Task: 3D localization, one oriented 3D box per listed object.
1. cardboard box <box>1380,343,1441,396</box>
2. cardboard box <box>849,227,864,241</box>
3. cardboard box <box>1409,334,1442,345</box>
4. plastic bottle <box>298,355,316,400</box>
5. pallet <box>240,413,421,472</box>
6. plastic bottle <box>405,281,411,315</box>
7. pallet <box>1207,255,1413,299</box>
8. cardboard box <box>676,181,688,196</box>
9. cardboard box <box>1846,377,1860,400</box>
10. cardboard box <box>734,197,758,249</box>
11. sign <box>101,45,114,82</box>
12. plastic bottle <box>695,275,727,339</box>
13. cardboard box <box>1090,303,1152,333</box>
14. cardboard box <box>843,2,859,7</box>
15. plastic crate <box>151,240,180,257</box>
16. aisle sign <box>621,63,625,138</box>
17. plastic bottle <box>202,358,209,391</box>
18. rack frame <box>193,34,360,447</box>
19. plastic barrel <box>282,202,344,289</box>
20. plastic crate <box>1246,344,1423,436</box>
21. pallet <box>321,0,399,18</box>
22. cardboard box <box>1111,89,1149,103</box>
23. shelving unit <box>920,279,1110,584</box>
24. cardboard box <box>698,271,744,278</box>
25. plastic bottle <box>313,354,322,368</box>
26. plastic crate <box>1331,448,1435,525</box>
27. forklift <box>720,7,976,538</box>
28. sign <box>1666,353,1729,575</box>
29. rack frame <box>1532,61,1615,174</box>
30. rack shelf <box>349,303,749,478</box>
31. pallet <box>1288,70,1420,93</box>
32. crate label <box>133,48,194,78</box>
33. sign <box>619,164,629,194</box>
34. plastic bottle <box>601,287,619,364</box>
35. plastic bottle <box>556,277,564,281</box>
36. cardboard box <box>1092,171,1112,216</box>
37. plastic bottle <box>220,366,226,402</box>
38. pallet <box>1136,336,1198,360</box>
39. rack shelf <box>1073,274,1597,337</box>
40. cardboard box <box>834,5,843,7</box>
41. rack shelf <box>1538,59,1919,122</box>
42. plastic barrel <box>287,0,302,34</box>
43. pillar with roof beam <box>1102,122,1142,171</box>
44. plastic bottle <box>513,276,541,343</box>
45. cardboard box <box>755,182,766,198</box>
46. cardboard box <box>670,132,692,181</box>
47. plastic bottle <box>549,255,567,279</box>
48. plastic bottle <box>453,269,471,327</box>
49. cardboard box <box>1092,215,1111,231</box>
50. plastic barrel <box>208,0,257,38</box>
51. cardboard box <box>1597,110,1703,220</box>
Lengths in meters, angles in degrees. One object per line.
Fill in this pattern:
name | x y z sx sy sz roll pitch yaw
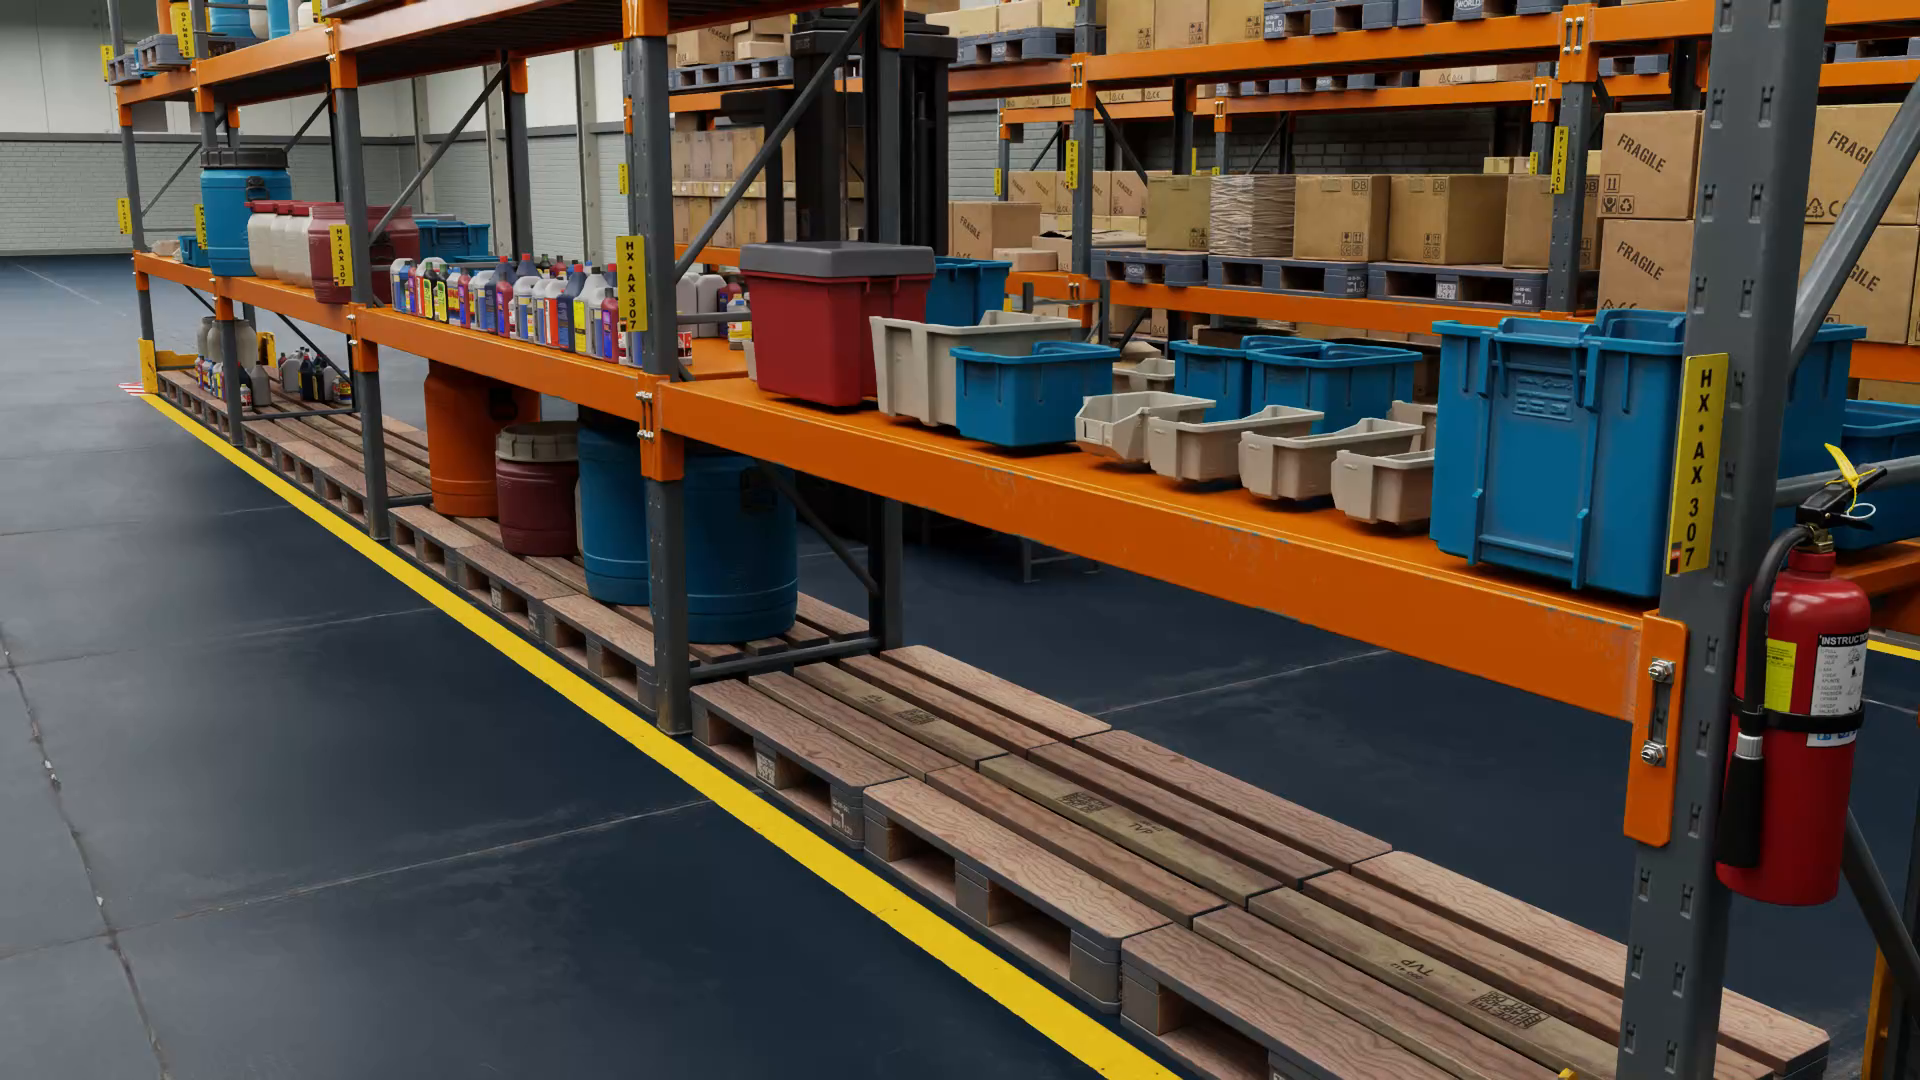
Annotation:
cardboard box | 2.835 -1.050 10.209 0.500 0.250 0.500 -8 15 -33
cardboard box | -0.669 -2.664 14.876 0.500 0.250 0.500 -7 14 -29
cardboard box | 4.729 -1.917 15.927 0.700 0.500 0.500 -8 15 -33
plastic bottle | -5.326 -1.331 13.597 0.144 0.351 0.185 -8 15 -33
pallet | -4.636 -0.737 12.239 1.003 0.211 1.213 -8 15 -33
plastic bottle | -2.822 -1.270 8.611 0.097 0.201 0.097 0 12 0
pallet | 2.319 -1.670 10.425 1.003 0.211 1.213 -8 15 -33
cardboard box | -2.733 -3.666 17.350 0.380 0.149 0.250 -8 15 -34
cardboard box | 6.613 -1.397 12.779 0.750 0.750 0.750 -8 14 -31
cardboard box | -1.802 -3.130 16.419 0.700 0.500 0.500 -8 15 -32
sign | -7.780 -4.351 15.196 0.100 0.325 0.005 -8 15 -33
plastic bottle | -1.124 -1.043 7.401 0.152 0.276 0.135 -8 15 -33
cardboard box | 1.916 -2.741 19.695 0.700 0.500 0.500 -9 15 -36
cardboard box | -0.669 -4.669 14.284 0.500 0.500 0.500 -8 15 -32
plastic crate | -7.092 -2.620 14.938 0.298 0.136 0.250 -8 15 -33
aisle sign | -3.486 -4.777 18.099 0.394 0.787 0.004 -8 15 -33
plastic bottle | -6.385 -1.408 14.134 0.097 0.271 0.097 0 12 0
rack frame | -5.104 -2.234 12.558 1.000 3.000 0.127 -8 15 -33
plastic barrel | -4.110 -1.897 10.698 0.433 0.535 0.433 0 12 0
plastic crate | 0.952 -0.365 4.260 0.416 0.233 0.300 -8 15 -33
pallet | -2.545 -2.749 8.330 1.003 0.211 1.213 -8 15 -33
cardboard box | 2.050 -5.177 18.712 0.500 0.500 0.500 -9 15 -35
shelving unit | 0.262 -0.632 8.743 0.538 1.500 1.048 -7 14 -30
cardboard box | -2.650 -2.700 18.383 0.500 0.500 0.500 -8 15 -33
plastic bottle | -5.310 -1.382 13.829 0.144 0.351 0.185 -9 15 -35
plastic crate | 0.942 -0.124 3.386 0.396 0.136 0.243 -8 15 -33
forklift | -0.785 -1.709 10.316 1.130 2.935 3.031 -7 14 -30
sign | 1.096 -0.112 2.471 0.100 0.325 0.005 -8 15 -33
rack frame | 5.360 -2.696 14.667 1.000 3.000 0.127 -8 15 -33
rack shelf | -1.780 -0.816 7.756 1.077 0.370 4.000 -8 15 -33
pallet | 3.974 -4.474 16.219 1.213 0.211 1.003 -8 15 -33
crate label | -6.558 -3.967 13.806 0.502 0.251 0.408 -8 15 -33
sign | -3.660 -3.928 18.093 0.100 0.325 0.005 -8 15 -33
plastic bottle | -1.325 -0.822 6.374 0.061 0.283 0.133 -8 15 -33
plastic bottle | -1.750 -1.019 7.299 0.097 0.271 0.097 0 12 0
cardboard box | 1.784 -4.029 19.312 0.500 0.500 0.500 -8 14 -31
plastic bottle | -5.932 -1.261 13.435 0.061 0.283 0.133 -7 14 -29
pallet | 2.742 -2.160 18.745 1.003 0.211 1.213 -8 15 -33
rack shelf | 2.346 -1.402 10.434 1.077 0.370 4.000 -8 15 -33
cardboard box | -1.038 -4.729 15.398 0.500 0.500 0.500 -7 14 -28
rack shelf | 6.468 -3.454 12.797 1.077 0.370 4.000 -8 15 -33
plastic barrel | -4.279 -3.764 11.356 0.600 0.901 0.600 0 12 0
pillar with roof beam | -1.549 -6.518 18.101 9.100 9.000 0.400 -8 15 -33
plastic bottle | -1.844 -1.003 7.216 0.152 0.276 0.135 -8 15 -33
cardboard box | -1.736 -3.346 15.888 0.380 0.149 0.250 -8 15 -33
cardboard box | -2.621 -4.027 17.486 0.700 0.500 0.500 -9 15 -34
plastic bottle | -2.181 -1.404 9.032 0.061 0.283 0.133 -8 15 -33
plastic bottle | -2.364 -1.157 7.931 0.097 0.271 0.097 0 12 0
cardboard box | 1.788 -3.659 19.374 0.500 0.250 0.500 -8 15 -32
plastic barrel | -5.566 -4.340 13.007 0.600 0.901 0.708 -8 15 -33
cardboard box | 3.481 -1.818 8.077 0.500 0.500 0.500 -8 14 -31
